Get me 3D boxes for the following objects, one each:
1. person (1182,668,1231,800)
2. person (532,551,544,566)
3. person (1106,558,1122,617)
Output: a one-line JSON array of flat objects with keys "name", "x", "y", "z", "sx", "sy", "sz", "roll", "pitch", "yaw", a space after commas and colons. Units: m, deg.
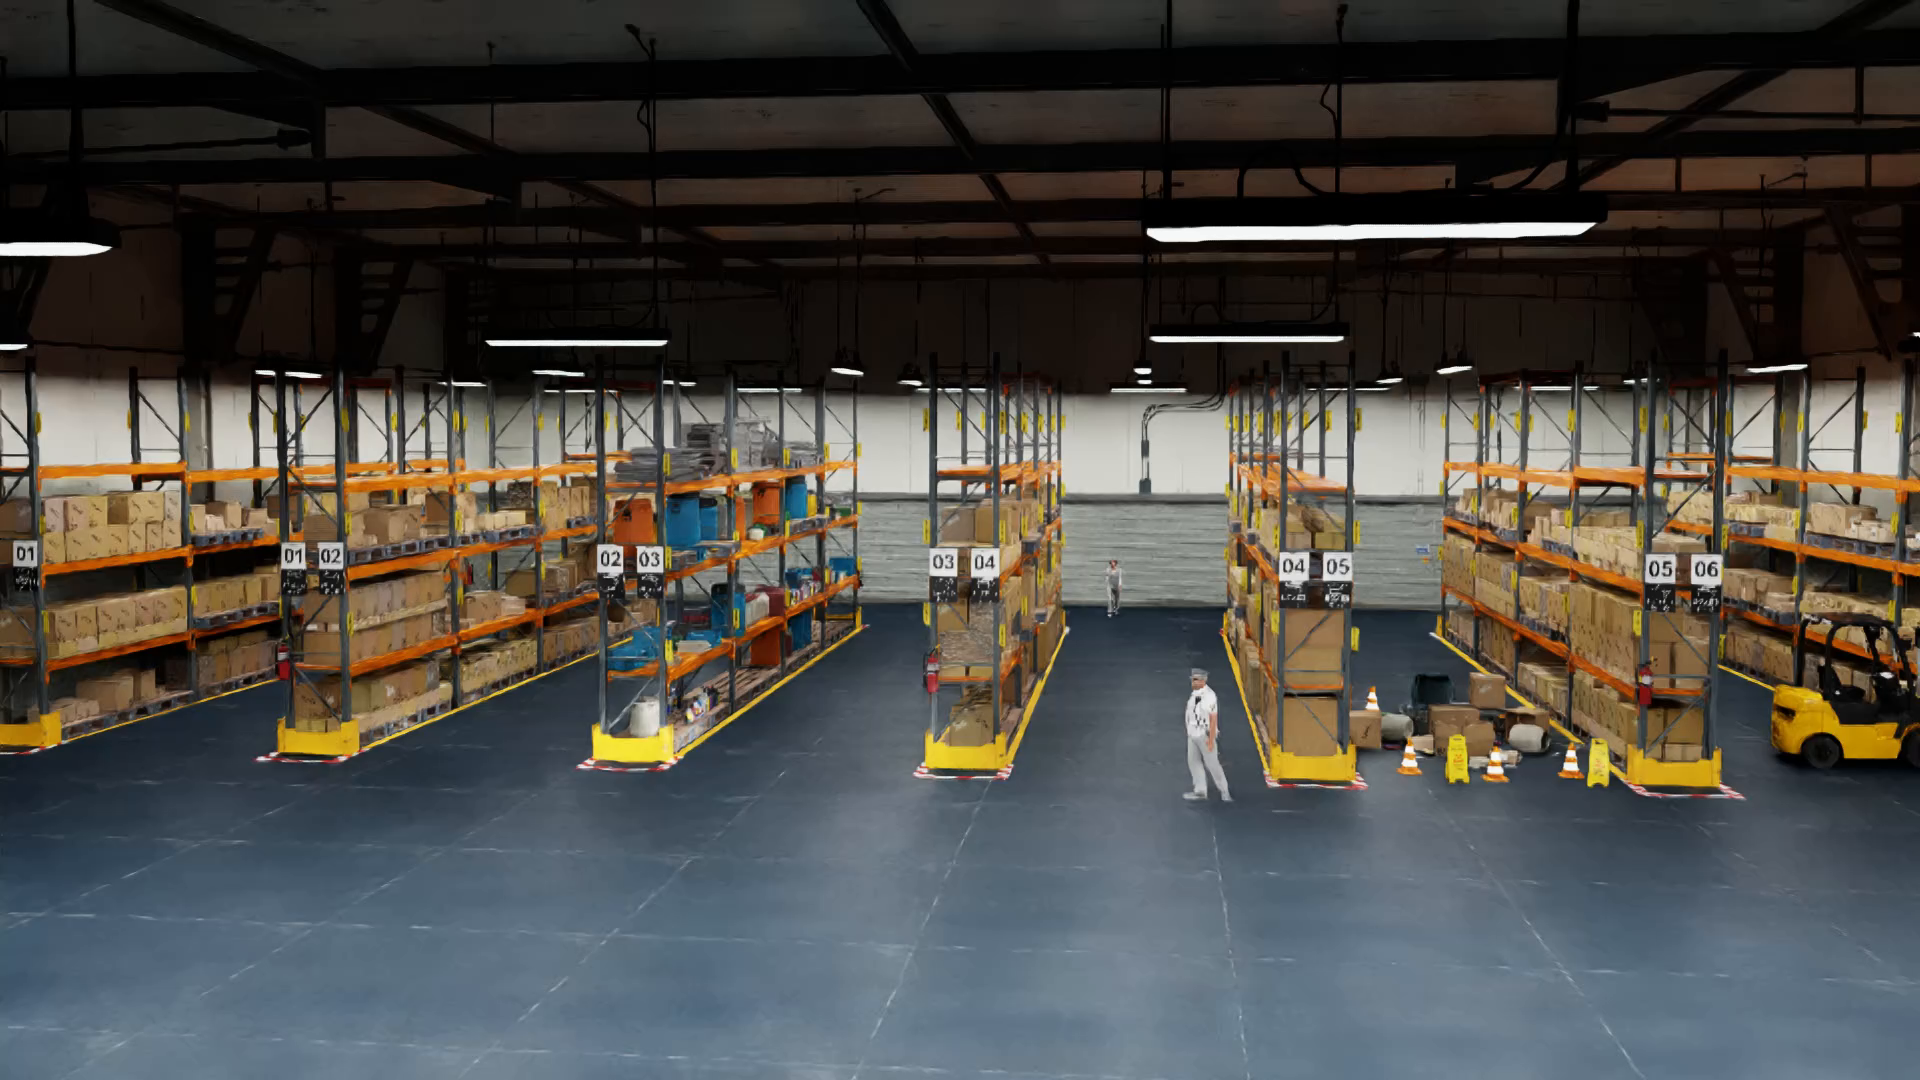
[{"name": "person", "x": 3.289, "y": 2.575, "z": 22.099, "sx": 0.569, "sy": 1.748, "sz": 0.657, "roll": -2, "pitch": 4, "yaw": -21}, {"name": "person", "x": -10.834, "y": 1.110, "z": 43.121, "sx": 0.691, "sy": 1.660, "sz": 0.559, "roll": -4, "pitch": 6, "yaw": -43}, {"name": "person", "x": 3.970, "y": 1.206, "z": 42.818, "sx": 0.417, "sy": 1.525, "sz": 1.034, "roll": 0, "pitch": 4, "yaw": 6}]
